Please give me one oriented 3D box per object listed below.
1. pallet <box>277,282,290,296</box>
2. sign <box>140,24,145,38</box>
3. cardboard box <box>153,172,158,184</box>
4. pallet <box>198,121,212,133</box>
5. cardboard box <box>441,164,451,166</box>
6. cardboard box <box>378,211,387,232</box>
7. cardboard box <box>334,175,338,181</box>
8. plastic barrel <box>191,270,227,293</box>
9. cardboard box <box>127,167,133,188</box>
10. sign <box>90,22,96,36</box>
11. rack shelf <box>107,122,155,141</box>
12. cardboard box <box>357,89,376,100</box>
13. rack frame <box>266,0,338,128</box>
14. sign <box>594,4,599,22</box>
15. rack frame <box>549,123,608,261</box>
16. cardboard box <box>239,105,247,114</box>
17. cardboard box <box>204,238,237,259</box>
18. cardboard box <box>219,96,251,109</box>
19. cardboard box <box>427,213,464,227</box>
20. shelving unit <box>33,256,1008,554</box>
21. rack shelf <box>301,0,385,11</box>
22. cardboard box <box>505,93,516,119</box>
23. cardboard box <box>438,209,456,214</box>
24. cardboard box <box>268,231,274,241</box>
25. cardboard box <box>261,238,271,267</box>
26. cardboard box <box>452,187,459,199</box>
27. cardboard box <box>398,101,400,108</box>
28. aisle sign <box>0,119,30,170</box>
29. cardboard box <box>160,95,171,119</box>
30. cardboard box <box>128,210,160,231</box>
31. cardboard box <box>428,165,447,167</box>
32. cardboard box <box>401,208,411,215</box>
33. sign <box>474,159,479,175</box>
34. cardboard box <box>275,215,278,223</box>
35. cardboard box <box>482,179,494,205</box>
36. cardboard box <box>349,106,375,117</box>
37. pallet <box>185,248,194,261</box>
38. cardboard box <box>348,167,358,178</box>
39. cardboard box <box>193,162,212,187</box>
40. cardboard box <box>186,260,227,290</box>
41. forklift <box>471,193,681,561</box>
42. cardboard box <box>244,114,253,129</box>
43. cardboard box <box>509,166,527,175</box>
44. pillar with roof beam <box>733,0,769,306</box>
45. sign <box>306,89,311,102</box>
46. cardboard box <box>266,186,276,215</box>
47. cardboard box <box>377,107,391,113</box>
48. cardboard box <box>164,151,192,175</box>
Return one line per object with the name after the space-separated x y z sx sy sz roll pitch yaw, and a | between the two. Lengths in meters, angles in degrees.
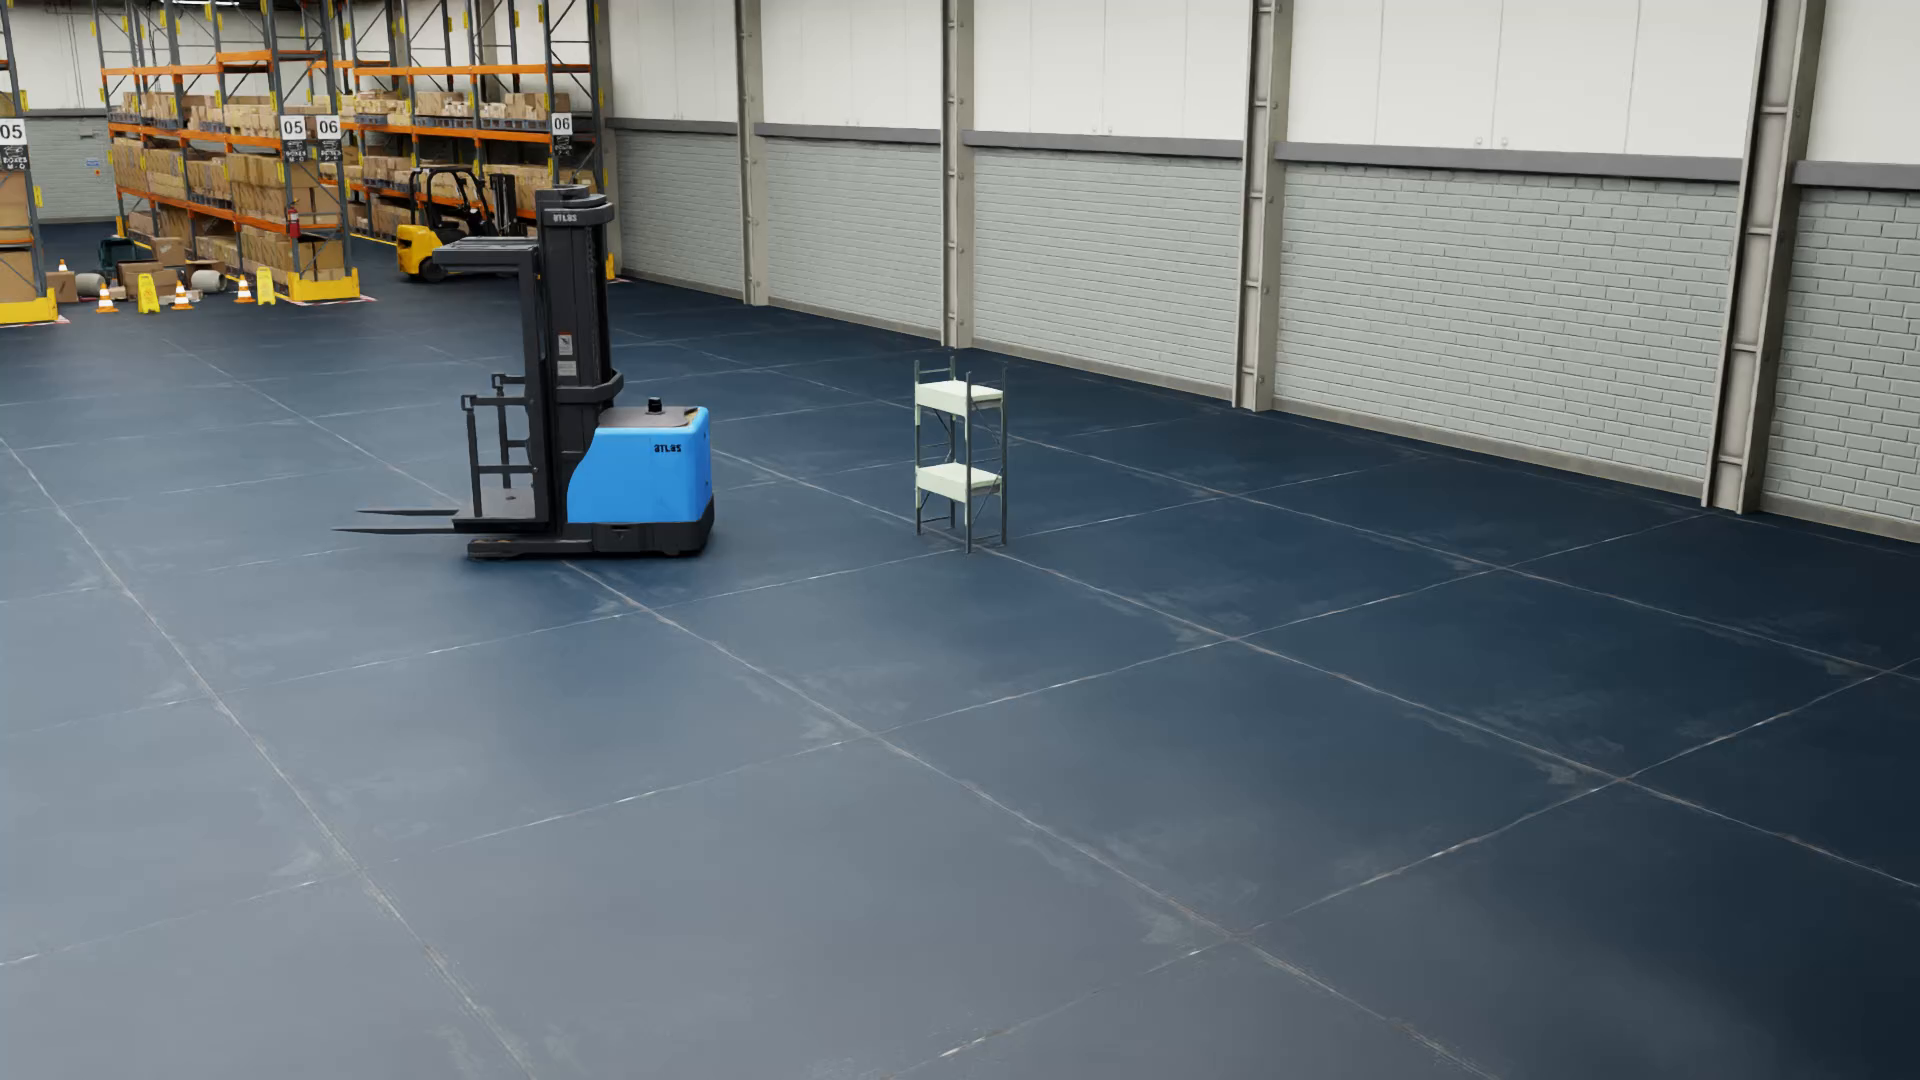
-11.922 -4.656 30.686 1.003 0.211 1.213 -11 19 -35 | pallet
-20.388 -12.686 41.459 0.100 0.325 0.005 -11 19 -35 | sign
-18.124 -8.292 38.027 0.500 0.250 0.500 -11 18 -34 | cardboard box
-14.669 -8.385 33.704 1.213 0.211 1.003 -11 19 -35 | pallet
-11.764 -8.608 38.427 0.380 0.149 0.250 -10 18 -33 | cardboard box
-14.047 -7.886 41.145 0.500 0.500 0.500 -11 19 -35 | cardboard box
-16.134 -9.476 43.494 0.380 0.149 0.250 -12 19 -36 | cardboard box
-13.867 -4.769 30.698 0.512 0.421 0.421 1 15 4 | plastic barrel
-19.873 -8.804 40.370 0.500 0.500 0.500 -10 18 -33 | cardboard box
-21.288 -12.558 40.842 0.100 0.325 0.005 -11 19 -35 | sign
-19.660 -9.895 40.227 1.077 0.370 4.000 -11 19 -35 | rack shelf
-14.576 -10.940 40.827 0.396 0.266 0.258 -11 19 -35 | cardboard box
-11.428 -8.699 28.813 1.000 3.000 0.127 -11 19 -35 | rack frame
-6.963 -10.082 31.797 0.100 0.325 0.005 -11 19 -35 | sign
-7.415 -6.577 32.423 1.000 3.000 0.127 -11 19 -35 | rack frame
-13.215 -8.038 31.045 0.380 0.149 0.250 -12 19 -36 | cardboard box
-15.367 -6.170 35.121 0.950 0.372 0.625 -11 19 -36 | cardboard box
-14.224 -8.582 32.608 0.500 0.250 0.500 -10 18 -33 | cardboard box
-11.763 -7.207 38.428 0.875 0.625 0.625 -10 18 -33 | cardboard box
-8.629 -3.863 25.351 6.000 1.500 30.159 -11 19 -35 | shelving unit
-15.647 -13.716 42.210 1.077 0.370 4.000 -11 19 -35 | rack shelf
-8.707 -8.746 33.486 0.797 0.503 0.637 -10 18 -33 | cardboard box
-12.174 -7.754 39.437 0.380 0.149 0.250 -10 18 -32 | cardboard box
-12.525 -5.609 30.651 0.380 0.149 0.250 -10 18 -34 | cardboard box
-12.711 -5.394 31.094 0.500 0.500 0.500 -11 19 -36 | cardboard box
-10.842 -7.643 36.602 0.500 0.250 0.500 -11 19 -34 | cardboard box
-12.942 -10.205 38.963 0.380 0.149 0.250 -11 19 -35 | cardboard box
-15.088 -6.301 26.491 0.394 0.787 0.004 -11 19 -35 | aisle sign
-16.868 -9.393 36.047 0.700 0.500 0.500 -12 19 -37 | cardboard box
-20.367 -8.063 41.913 0.875 0.438 0.875 -12 19 -36 | cardboard box
-11.840 -8.425 37.757 0.380 0.149 0.250 -10 18 -33 | cardboard box
-13.185 -7.894 39.947 0.380 0.149 0.250 -11 19 -35 | cardboard box
-10.200 -7.865 35.086 0.100 0.325 0.005 -11 19 -35 | sign
-12.193 -5.826 30.156 0.380 0.149 0.250 -11 19 -35 | cardboard box
-9.717 -7.344 35.036 0.500 0.500 0.500 -12 19 -36 | cardboard box
-14.957 -10.721 41.604 0.500 0.250 0.500 -11 19 -34 | cardboard box
-16.534 -6.349 36.873 1.003 0.211 1.213 -11 19 -35 | pallet
-15.274 -9.386 42.407 0.500 0.250 0.500 -11 19 -34 | cardboard box
-15.742 -7.666 34.854 0.500 0.500 0.500 -10 18 -32 | cardboard box
-14.251 -5.015 31.448 0.500 0.500 0.500 1 15 4 | cardboard box
-13.822 -8.364 27.569 22.350 9.011 32.329 0 15 -2 | forklift
-12.849 -7.716 30.624 0.500 0.250 0.500 -11 19 -34 | cardboard box
-8.998 -7.559 34.029 0.380 0.149 0.250 -11 19 -35 | cardboard box
-7.050 -7.809 25.563 9.100 9.000 0.400 -11 19 -35 | pillar with roof beam
-17.262 -11.777 44.087 0.100 0.325 0.005 -11 19 -35 | sign
-12.576 -5.820 31.252 1.052 1.739 2.341 -11 19 -34 | cardboard box
-13.692 -10.266 39.710 0.380 0.149 0.250 -10 18 -33 | cardboard box
-17.242 -8.329 36.743 0.500 0.500 0.500 -11 19 -34 | cardboard box
